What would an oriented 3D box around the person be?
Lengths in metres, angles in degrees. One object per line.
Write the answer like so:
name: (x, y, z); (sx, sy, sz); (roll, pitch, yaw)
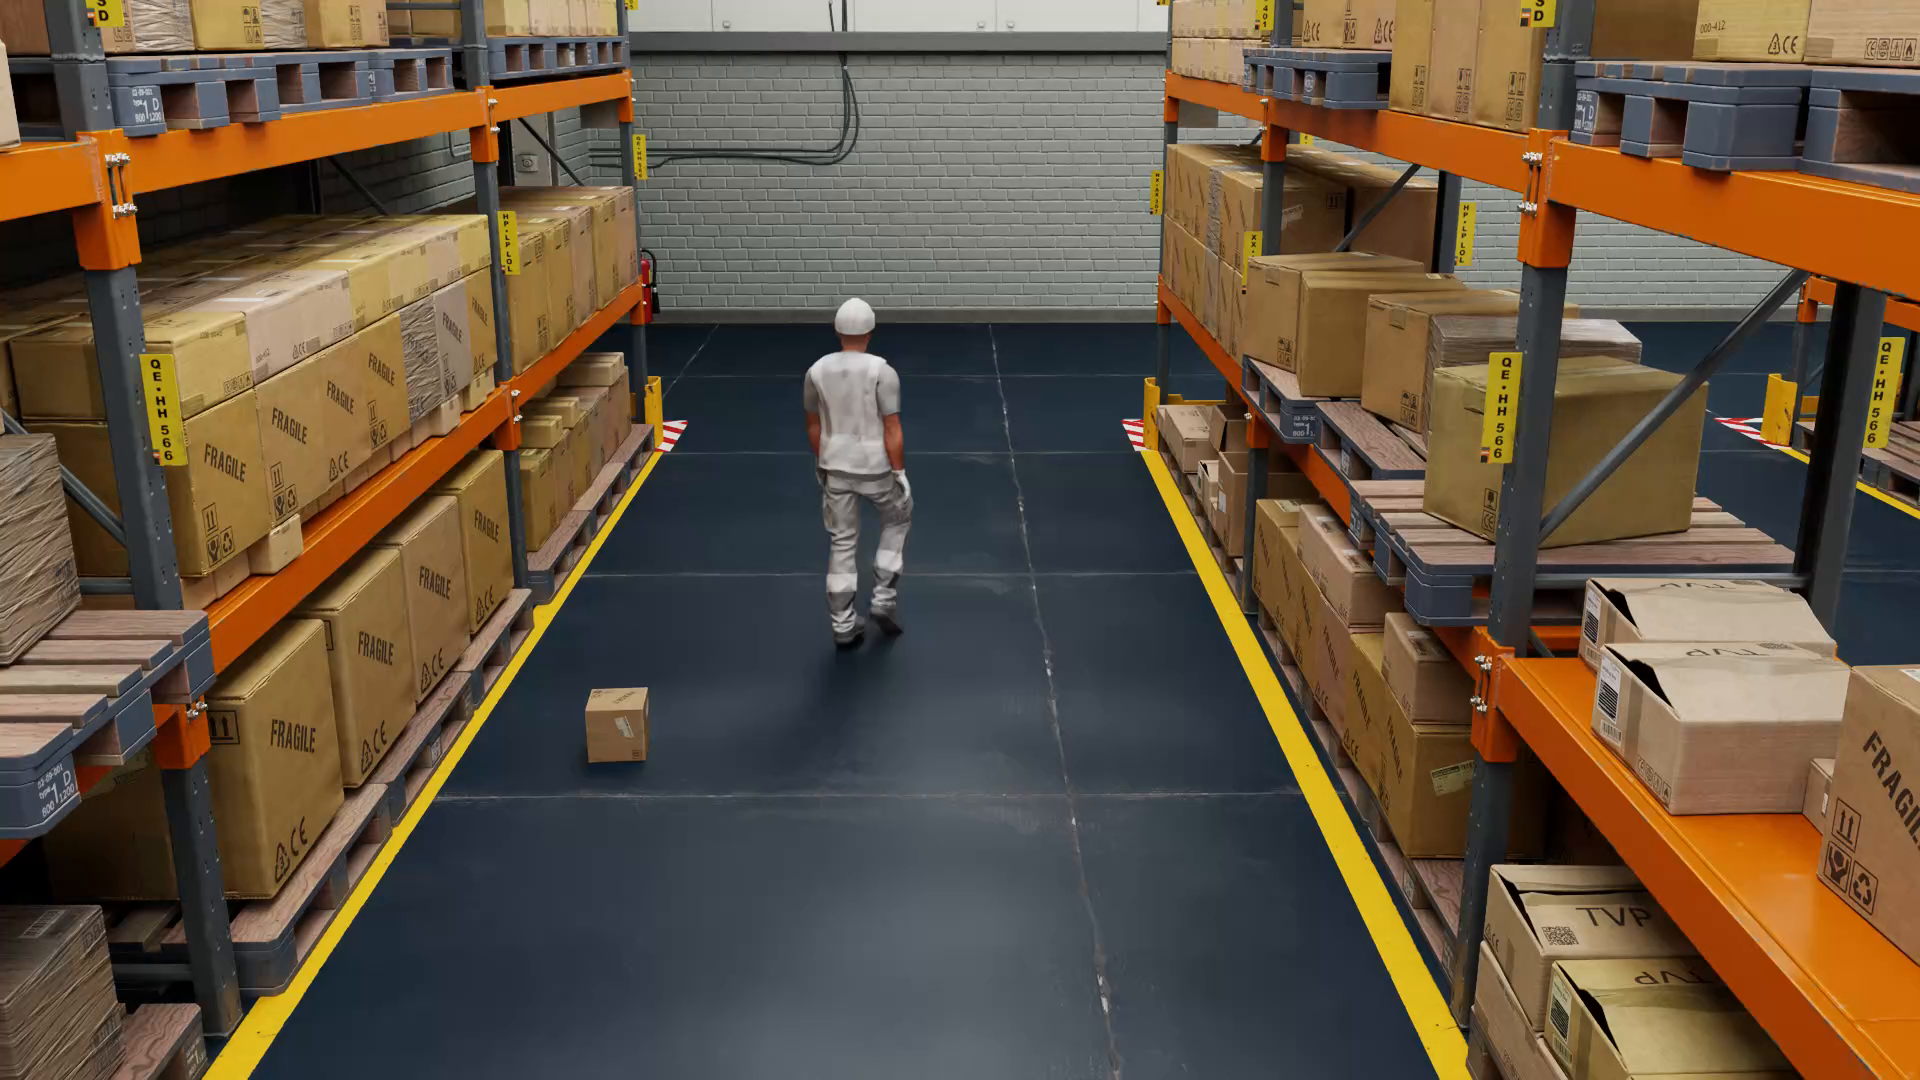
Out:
person: (-0.504, -0.342, 8.609); (0.592, 1.834, 0.511); (4, 17, 14)
